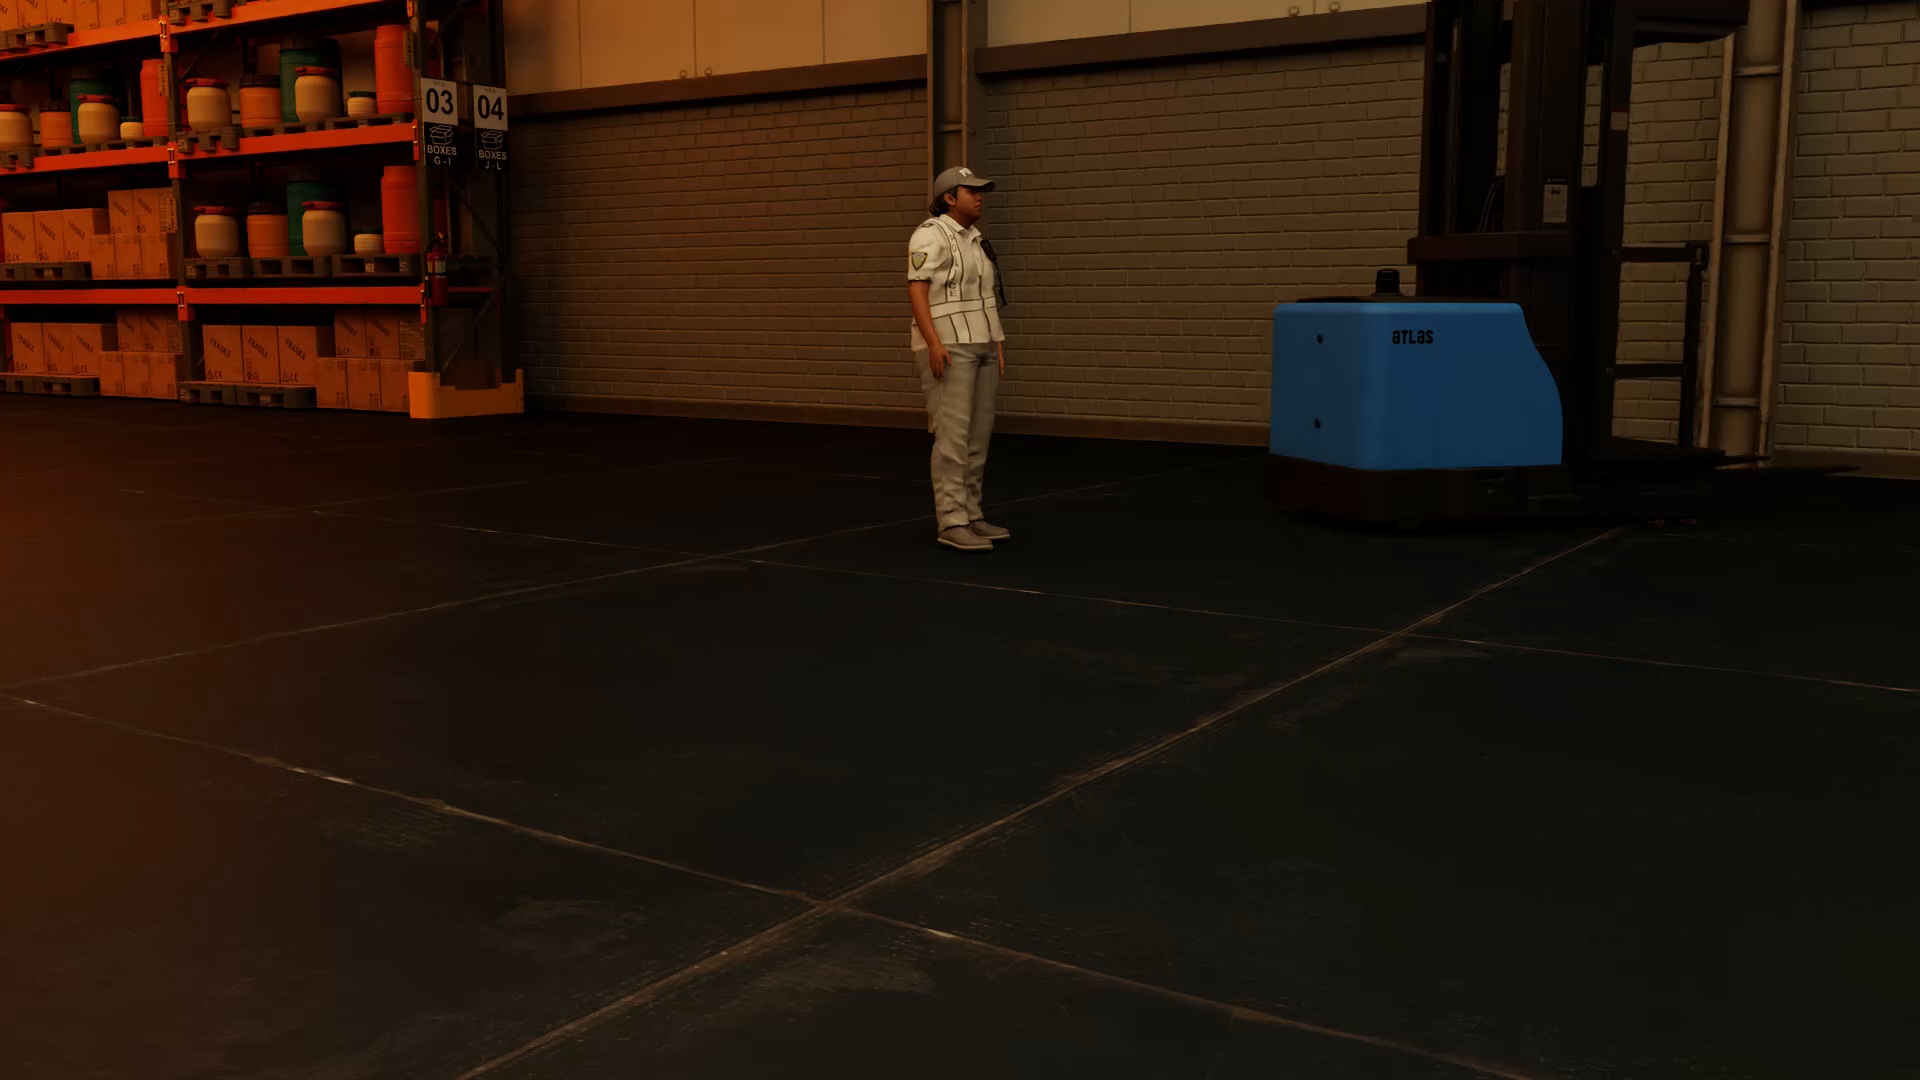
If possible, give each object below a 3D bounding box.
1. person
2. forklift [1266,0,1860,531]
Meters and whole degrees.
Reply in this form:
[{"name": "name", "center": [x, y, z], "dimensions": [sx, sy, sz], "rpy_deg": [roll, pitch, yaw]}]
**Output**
[{"name": "person", "center": [0.051, -0.823, 7.424], "dimensions": [0.529, 1.670, 0.598], "rpy_deg": [5, 10, 34]}, {"name": "forklift", "center": [3.149, -1.589, 8.370], "dimensions": [3.031, 2.935, 1.130], "rpy_deg": [-2, 8, -17]}]
